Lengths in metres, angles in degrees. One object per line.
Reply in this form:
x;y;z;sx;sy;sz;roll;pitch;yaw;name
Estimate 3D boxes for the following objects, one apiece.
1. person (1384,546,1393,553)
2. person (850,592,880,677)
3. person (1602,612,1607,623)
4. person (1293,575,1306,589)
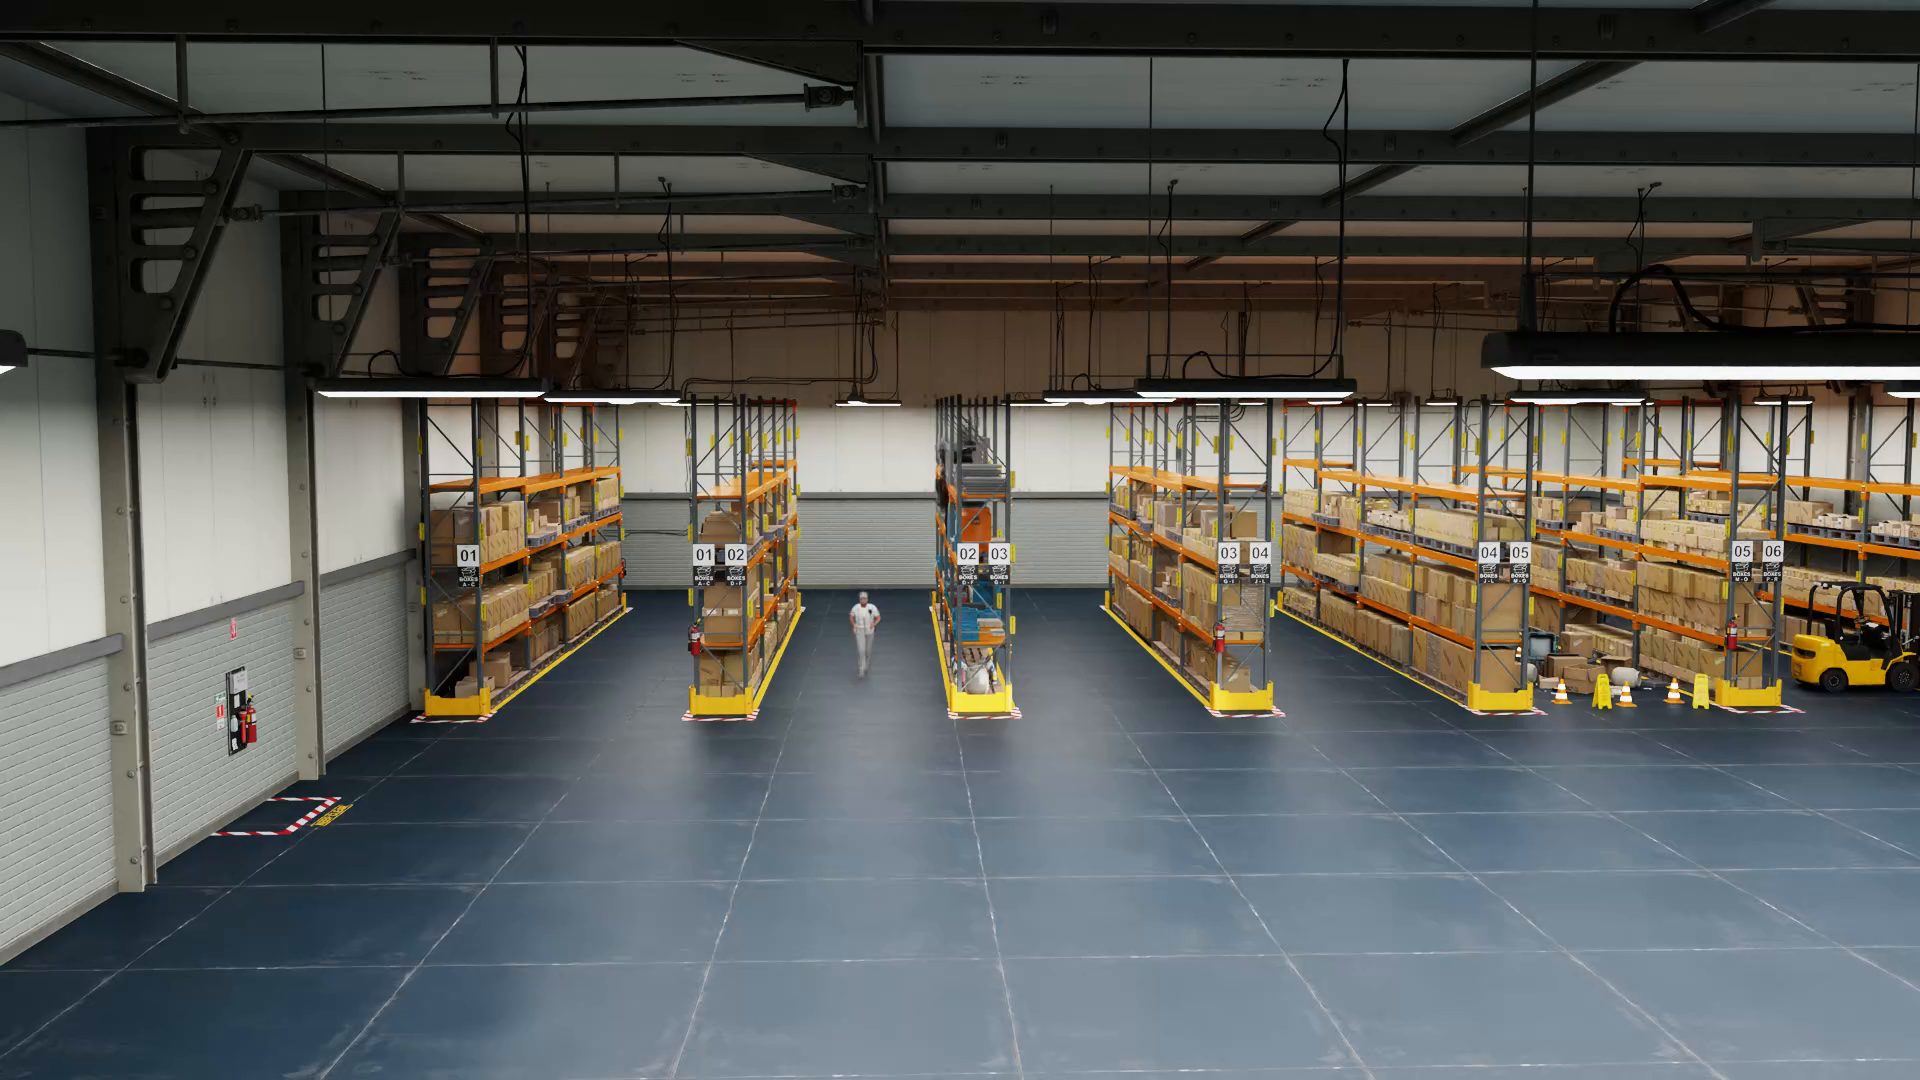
12.649;0.993;49.179;0.681;1.732;0.689;0;5;3;person
-2.049;2.007;35.935;0.657;1.815;0.870;-1;5;-8;person
16.981;1.419;44.013;0.668;1.688;0.794;-1;5;-10;person
10.122;1.126;48.987;0.659;1.550;0.592;2;5;27;person
